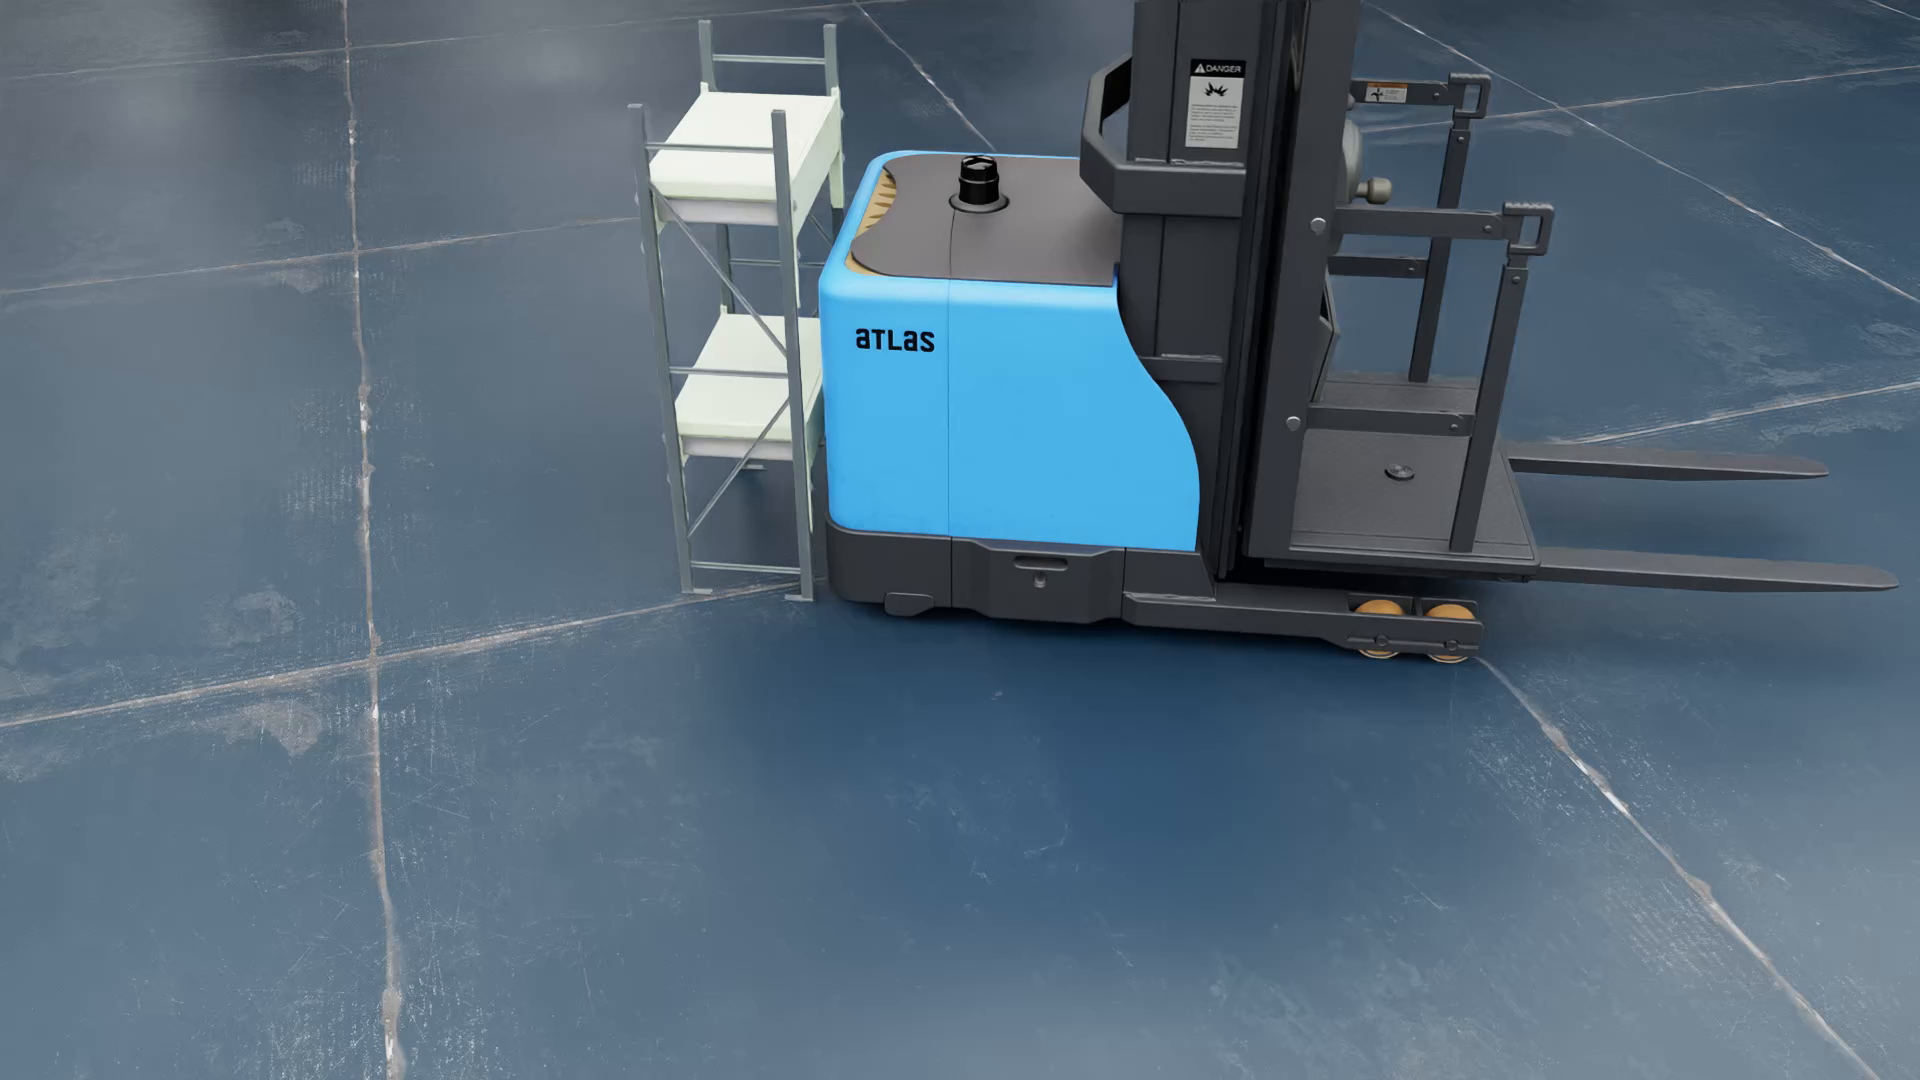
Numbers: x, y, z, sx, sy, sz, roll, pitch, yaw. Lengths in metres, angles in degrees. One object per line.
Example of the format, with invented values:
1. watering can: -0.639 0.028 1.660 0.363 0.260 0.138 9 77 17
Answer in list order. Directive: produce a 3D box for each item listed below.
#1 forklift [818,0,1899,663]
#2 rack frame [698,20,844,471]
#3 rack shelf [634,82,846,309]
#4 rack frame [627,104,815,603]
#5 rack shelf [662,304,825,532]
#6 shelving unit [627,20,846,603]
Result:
1. forklift: 1.163 -1.184 4.383 3.031 2.935 1.130 4 34 5
2. rack frame: -0.554 -0.858 5.188 0.400 1.500 0.023 4 34 5
3. rack shelf: -0.595 -0.983 4.669 0.431 0.370 0.720 4 34 5
4. rack frame: -0.636 -0.457 4.581 0.400 1.500 0.023 4 34 5
5. rack shelf: -0.595 -0.386 5.064 0.431 0.370 0.720 4 34 5
6. shelving unit: -0.595 -0.658 4.885 0.431 1.500 0.755 4 34 5
